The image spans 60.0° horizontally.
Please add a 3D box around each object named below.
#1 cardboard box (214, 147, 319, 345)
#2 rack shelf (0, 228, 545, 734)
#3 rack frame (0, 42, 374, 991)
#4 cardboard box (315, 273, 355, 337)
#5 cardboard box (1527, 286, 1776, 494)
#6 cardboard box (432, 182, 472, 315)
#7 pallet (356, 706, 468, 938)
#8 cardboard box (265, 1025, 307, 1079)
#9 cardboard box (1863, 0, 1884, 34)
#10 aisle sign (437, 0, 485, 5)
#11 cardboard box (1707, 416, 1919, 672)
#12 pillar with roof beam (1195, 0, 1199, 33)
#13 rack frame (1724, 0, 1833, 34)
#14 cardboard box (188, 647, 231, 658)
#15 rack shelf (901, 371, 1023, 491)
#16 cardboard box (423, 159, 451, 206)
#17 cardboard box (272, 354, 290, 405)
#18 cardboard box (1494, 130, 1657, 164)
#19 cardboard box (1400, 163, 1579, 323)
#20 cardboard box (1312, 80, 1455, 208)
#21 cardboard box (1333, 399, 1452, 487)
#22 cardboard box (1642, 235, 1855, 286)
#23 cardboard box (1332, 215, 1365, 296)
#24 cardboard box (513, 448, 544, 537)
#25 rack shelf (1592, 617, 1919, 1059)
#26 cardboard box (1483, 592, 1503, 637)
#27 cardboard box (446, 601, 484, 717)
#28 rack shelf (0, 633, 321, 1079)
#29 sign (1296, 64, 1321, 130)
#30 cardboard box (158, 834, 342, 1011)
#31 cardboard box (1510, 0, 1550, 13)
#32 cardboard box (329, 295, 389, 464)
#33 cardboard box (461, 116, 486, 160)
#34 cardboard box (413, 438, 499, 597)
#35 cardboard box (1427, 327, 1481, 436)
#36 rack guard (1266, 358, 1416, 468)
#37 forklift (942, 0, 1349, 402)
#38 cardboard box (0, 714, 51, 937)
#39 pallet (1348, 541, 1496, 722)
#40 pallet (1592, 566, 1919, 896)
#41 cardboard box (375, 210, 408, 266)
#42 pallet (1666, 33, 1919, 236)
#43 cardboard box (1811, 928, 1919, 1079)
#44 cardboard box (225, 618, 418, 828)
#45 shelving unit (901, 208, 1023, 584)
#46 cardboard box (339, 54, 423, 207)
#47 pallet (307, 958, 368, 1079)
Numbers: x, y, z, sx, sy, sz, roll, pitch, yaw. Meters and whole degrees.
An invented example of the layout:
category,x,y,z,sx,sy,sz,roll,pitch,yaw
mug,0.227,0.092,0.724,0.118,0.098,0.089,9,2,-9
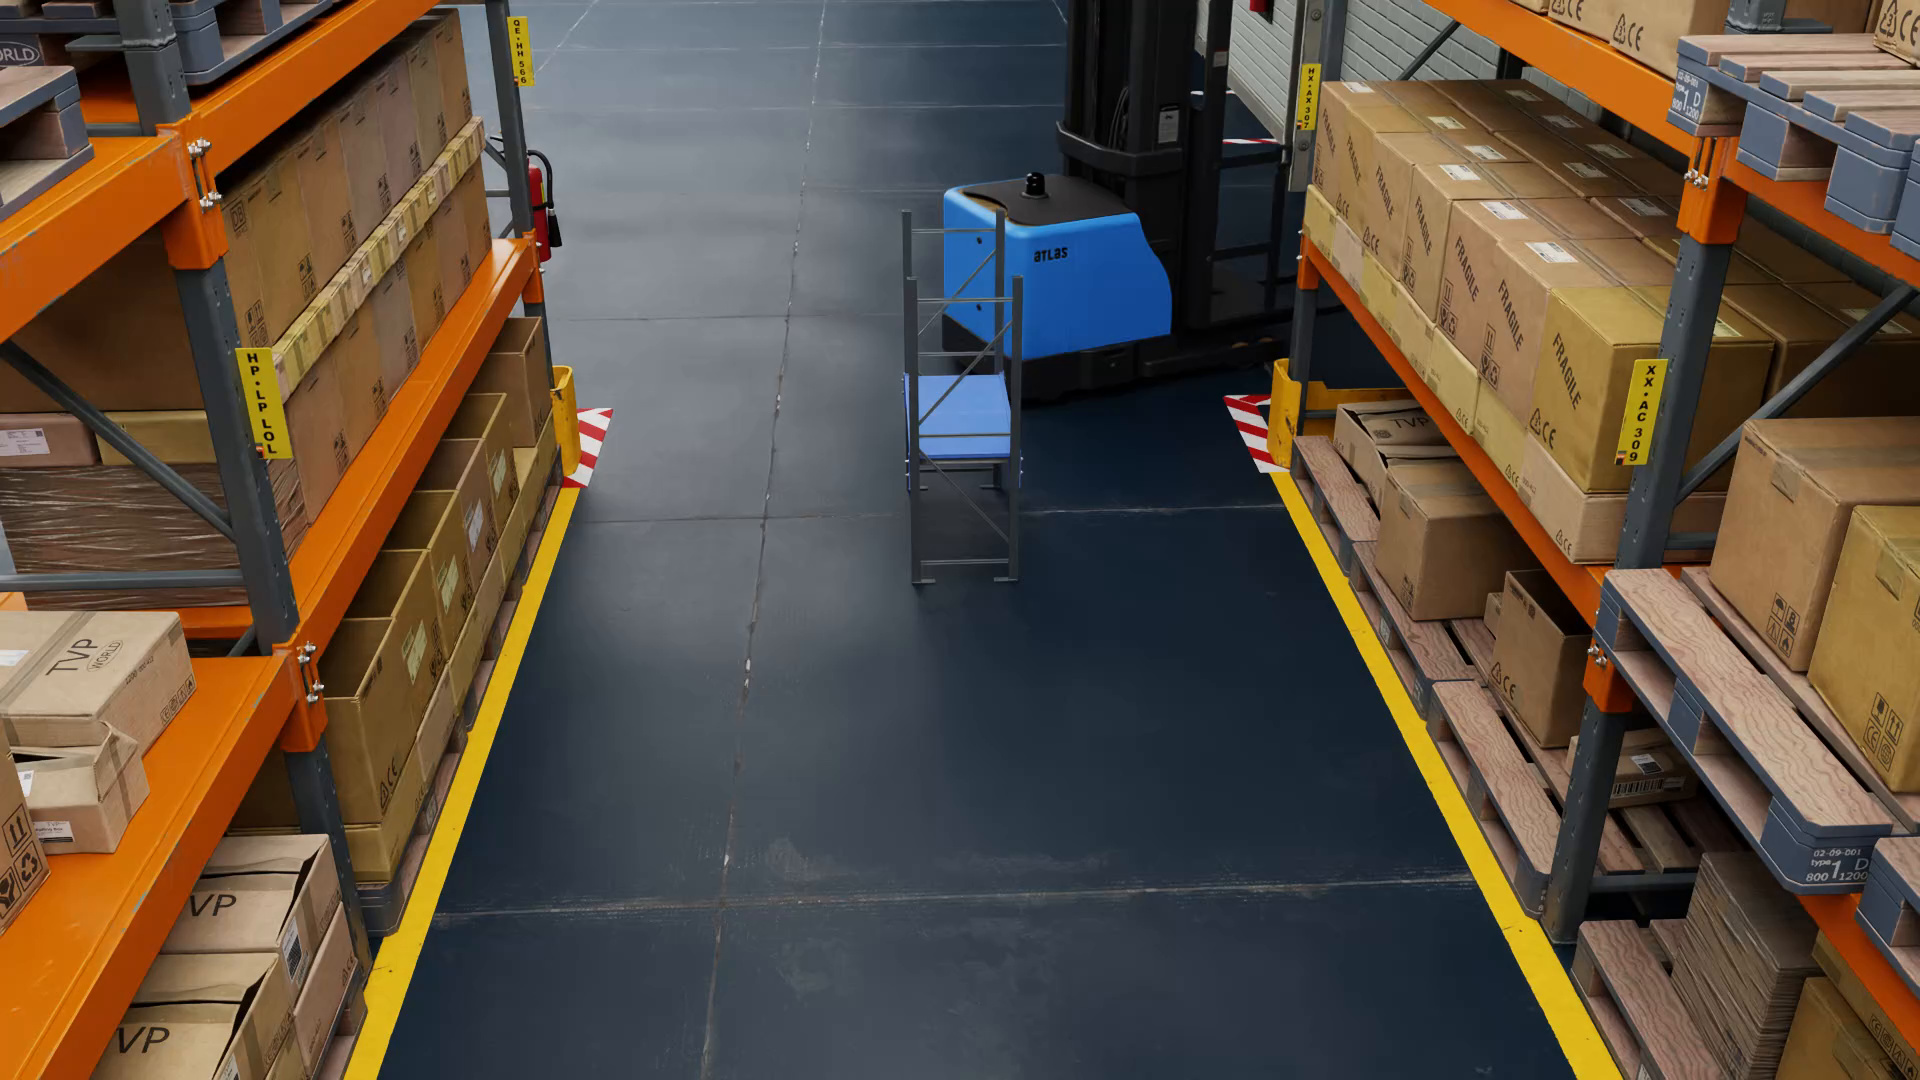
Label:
category,x,y,z,sx,sy,sz,roll,pitch,yaw
cardboard box,-2.506,-0.933,5.285,0.700,0.500,0.500,-1,28,-3
rack shelf,-2.553,-0.480,6.705,1.077,0.370,4.000,-1,28,-3
rack frame,-2.449,0.124,4.768,1.000,3.000,0.127,-1,28,-3
cardboard box,-2.324,-0.808,5.746,0.380,0.149,0.250,-2,28,-4
cardboard box,2.164,-0.483,5.262,0.500,0.500,0.500,-1,28,-3
cardboard box,-2.614,-1.309,7.408,0.700,0.500,0.500,-1,28,-1
pallet,-2.449,0.992,6.119,1.003,0.211,1.213,-1,28,-3
cardboard box,-2.113,1.575,4.505,0.500,0.250,0.500,-2,28,-3
cardboard box,2.724,-1.613,4.725,0.500,0.500,0.500,0,28,-1
aisle sign,-2.368,-2.913,7.781,0.394,0.787,0.004,-1,28,-3
cardboard box,2.490,-0.001,4.424,0.700,0.500,0.500,-1,28,-2
pillar with roof beam,-1.736,-9.640,17.002,9.100,9.000,0.400,-1,28,-3
rack frame,2.498,-2.657,3.614,1.000,3.000,0.127,-1,28,-3
cardboard box,-2.706,0.385,5.977,0.500,0.500,0.500,-1,28,-3
rack shelf,-0.004,-0.545,8.062,0.538,0.185,1.000,-1,28,-3
cardboard box,-2.408,-1.528,7.126,0.380,0.149,0.250,-1,28,-2
cardboard box,-2.283,-0.452,5.064,0.380,0.149,0.250,-1,28,-2
cardboard box,2.574,-1.435,7.088,0.500,0.500,0.500,-2,28,-4
cardboard box,2.089,-1.186,6.610,0.500,0.500,0.500,-1,28,-1
cardboard box,2.014,-1.892,7.963,0.500,0.500,0.500,-1,28,-3
cardboard box,2.235,-0.526,8.446,0.500,0.311,0.500,-4,28,-8
cardboard box,2.659,-0.733,5.742,0.500,0.500,0.500,-2,28,-3
cardboard box,2.039,-1.314,7.667,0.500,0.250,0.500,-2,28,-4
cardboard box,-2.297,-0.219,7.945,0.500,0.250,0.500,-1,28,-3
rack shelf,2.602,1.245,3.396,1.077,0.370,4.000,-1,28,-3
cardboard box,2.434,0.333,6.976,0.380,0.149,0.250,-4,28,-7
cardboard box,-2.212,0.474,6.618,0.500,0.250,0.500,-1,28,-3
rack shelf,-2.345,1.367,3.164,1.077,0.370,4.000,-1,28,-3
sign,1.747,-2.215,8.317,0.100,0.325,0.005,-1,28,-3
cardboard box,-2.142,1.089,4.832,0.500,0.311,0.500,-1,28,-3
cardboard box,2.144,-2.096,5.652,0.500,0.500,0.500,-2,28,-5
cardboard box,-2.535,-0.600,6.049,0.700,0.500,0.500,-1,28,-2
cardboard box,-2.448,-1.883,7.807,0.380,0.149,0.250,-2,28,-4
cardboard box,-2.241,-0.090,6.887,0.500,0.500,0.500,-1,28,-3
cardboard box,2.111,-0.613,6.322,0.500,0.250,0.500,-2,28,-3
rack guard,2.293,-0.701,9.053,1.175,0.500,0.348,-1,28,-3
forklift,1.445,-2.560,9.988,3.031,2.935,1.130,-13,30,-23
cardboard box,-2.398,0.678,3.598,0.500,0.500,0.500,1,28,1
pallet,2.361,0.365,7.322,1.003,0.211,1.213,-1,28,-3
pallet,2.392,0.444,4.362,1.003,0.211,1.213,-1,28,-3
cardboard box,-2.364,-1.167,6.434,0.380,0.149,0.250,-2,28,-3
pallet,2.424,-0.956,3.799,1.213,0.211,1.003,-1,28,-3
cardboard box,2.579,1.126,4.263,0.500,0.250,0.500,-2,28,-4
cardboard box,-2.161,0.603,5.559,0.500,0.500,0.500,-1,28,-3
shelving unit,-0.004,-0.704,7.979,0.538,1.500,1.048,-1,28,-3
cardboard box,-2.583,-1.627,6.614,0.700,0.500,0.500,-1,28,-2
pallet,-2.372,1.700,4.762,1.003,0.211,1.213,-1,28,-3
